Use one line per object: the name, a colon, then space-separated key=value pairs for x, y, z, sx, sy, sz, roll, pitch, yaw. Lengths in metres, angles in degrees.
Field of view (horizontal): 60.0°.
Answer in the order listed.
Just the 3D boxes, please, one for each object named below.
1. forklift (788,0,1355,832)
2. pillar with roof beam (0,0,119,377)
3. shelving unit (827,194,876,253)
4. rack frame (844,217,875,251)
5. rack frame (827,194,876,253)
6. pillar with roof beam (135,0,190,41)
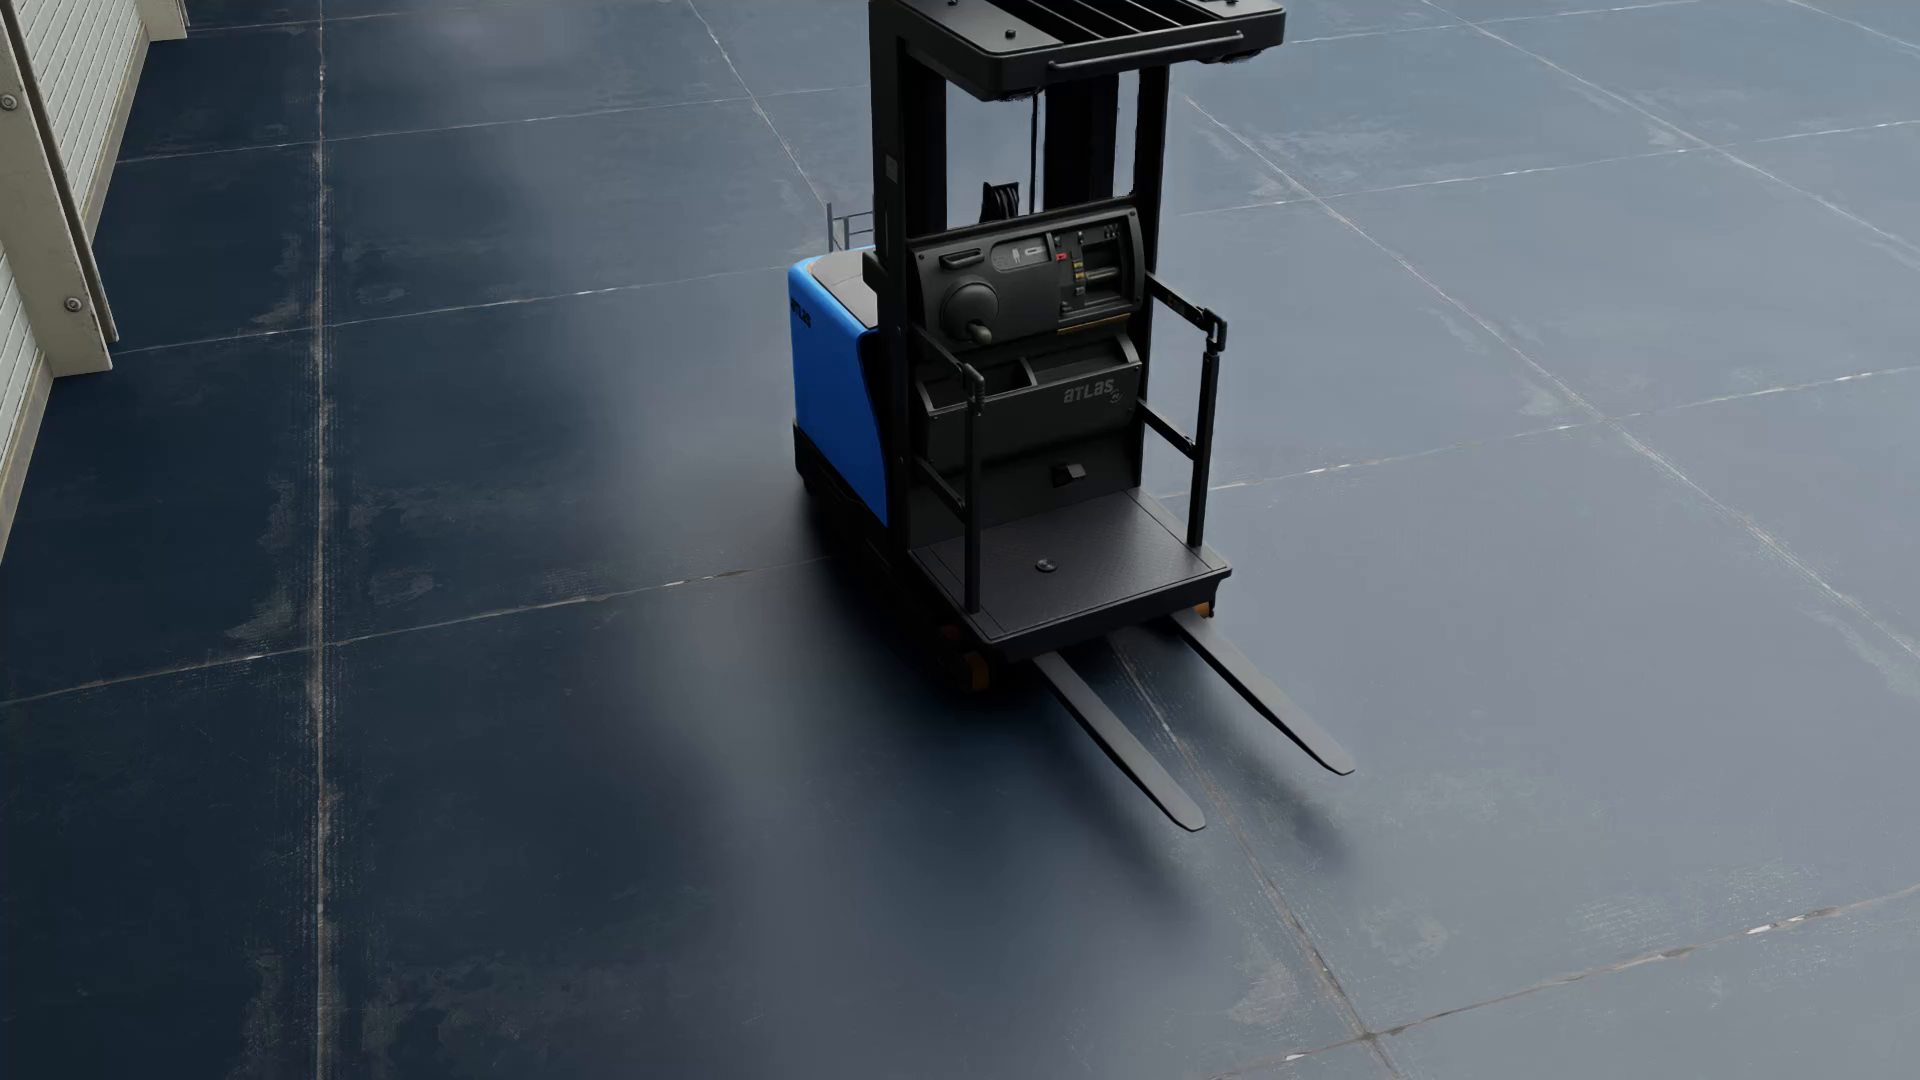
forklift: x=0.364 y=-0.915 z=5.976 sx=1.130 sy=2.935 sz=3.031 roll=-16 pitch=37 yaw=-22
pillar with roof beam: x=-0.486 y=-5.435 z=7.312 sx=9.100 sy=9.000 sz=0.400 roll=-10 pitch=35 yaw=-15
shelving unit: x=-0.436 y=-0.966 z=7.623 sx=0.258 sy=1.200 sz=0.189 roll=-16 pitch=37 yaw=-22
rack frame: x=-0.394 y=-0.921 z=7.555 sx=0.240 sy=1.200 sz=0.006 roll=-16 pitch=37 yaw=-22
rack frame: x=-0.477 y=-1.011 z=7.691 sx=0.240 sy=1.200 sz=0.006 roll=-16 pitch=37 yaw=-22
pillar with roof beam: x=-2.316 y=-8.585 z=12.079 sx=9.100 sy=9.000 sz=0.400 roll=-10 pitch=35 yaw=-15
